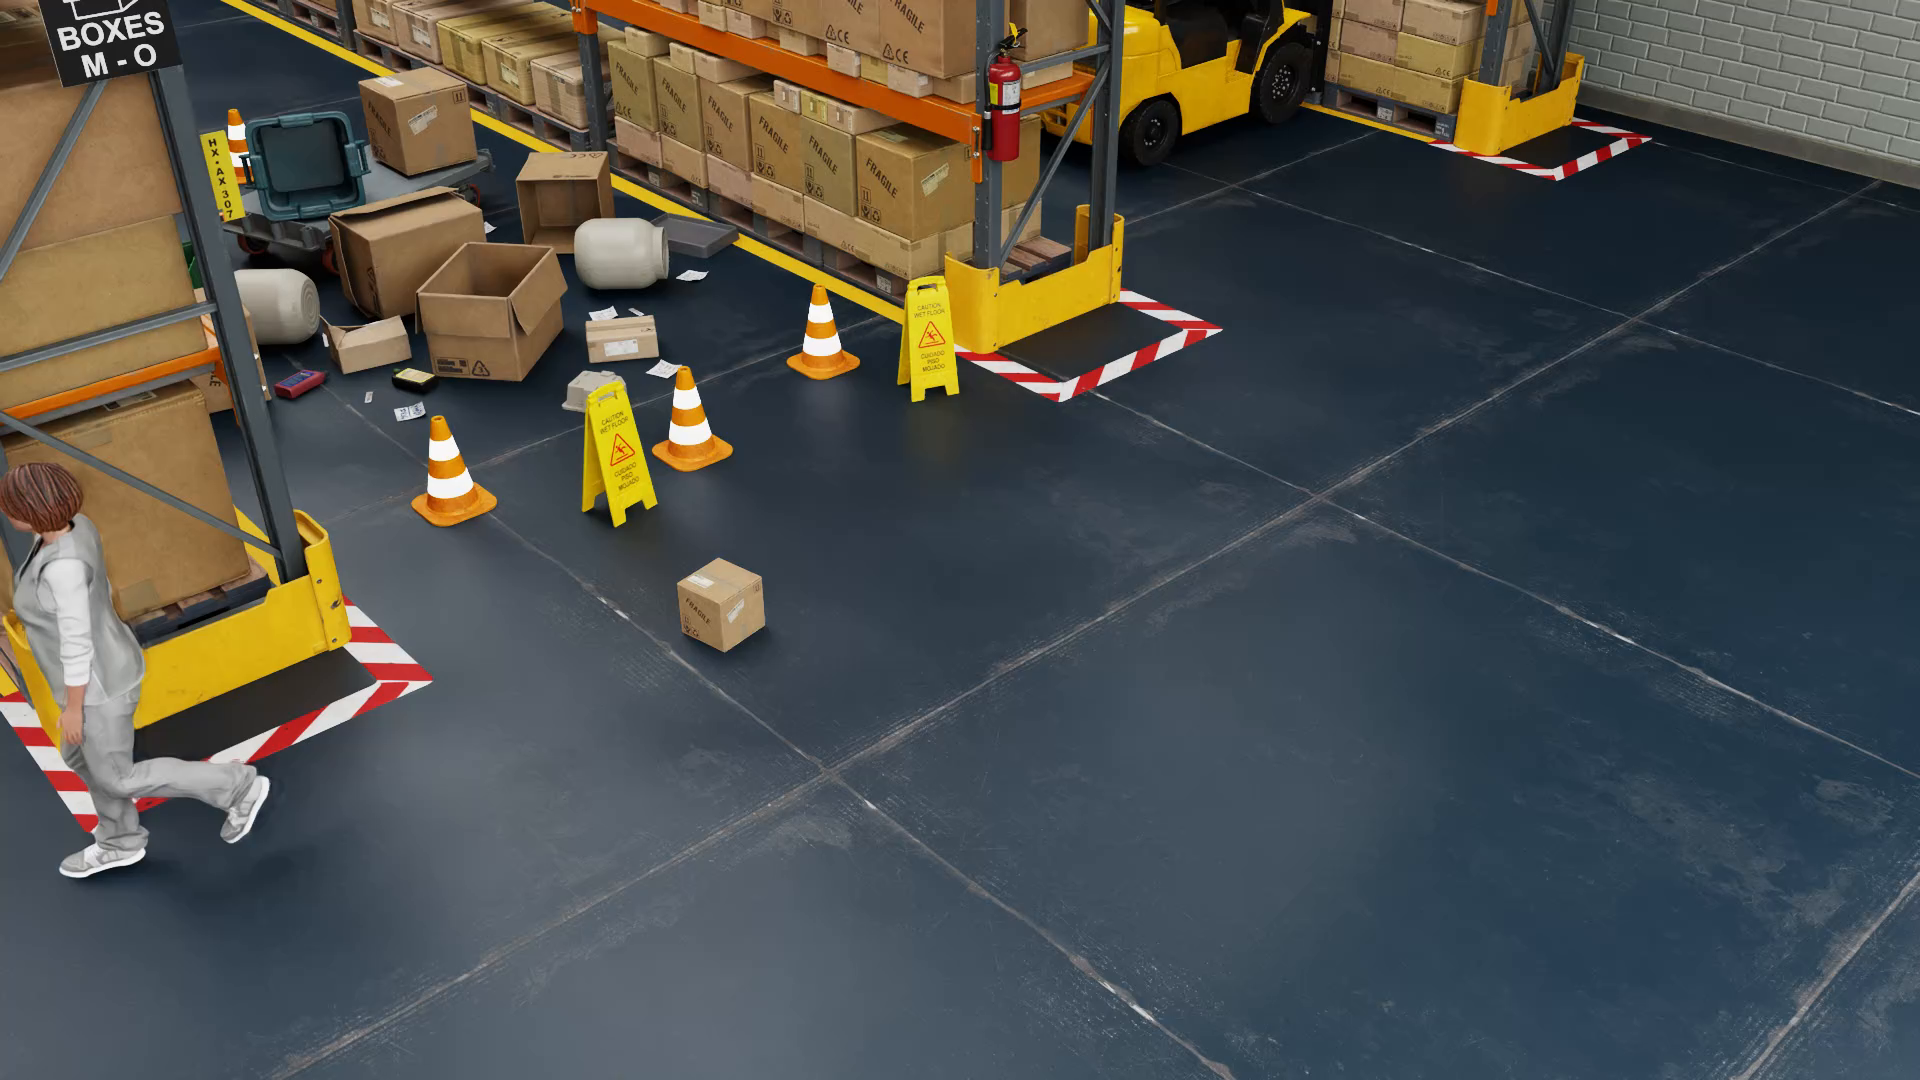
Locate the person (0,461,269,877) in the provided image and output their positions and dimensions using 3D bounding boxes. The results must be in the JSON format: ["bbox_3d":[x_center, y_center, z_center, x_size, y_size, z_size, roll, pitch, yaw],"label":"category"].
[{"bbox_3d":[-2.760,0.436,5.426,0.723,1.580,0.413,-14,35,-21],"label":"person"}]
